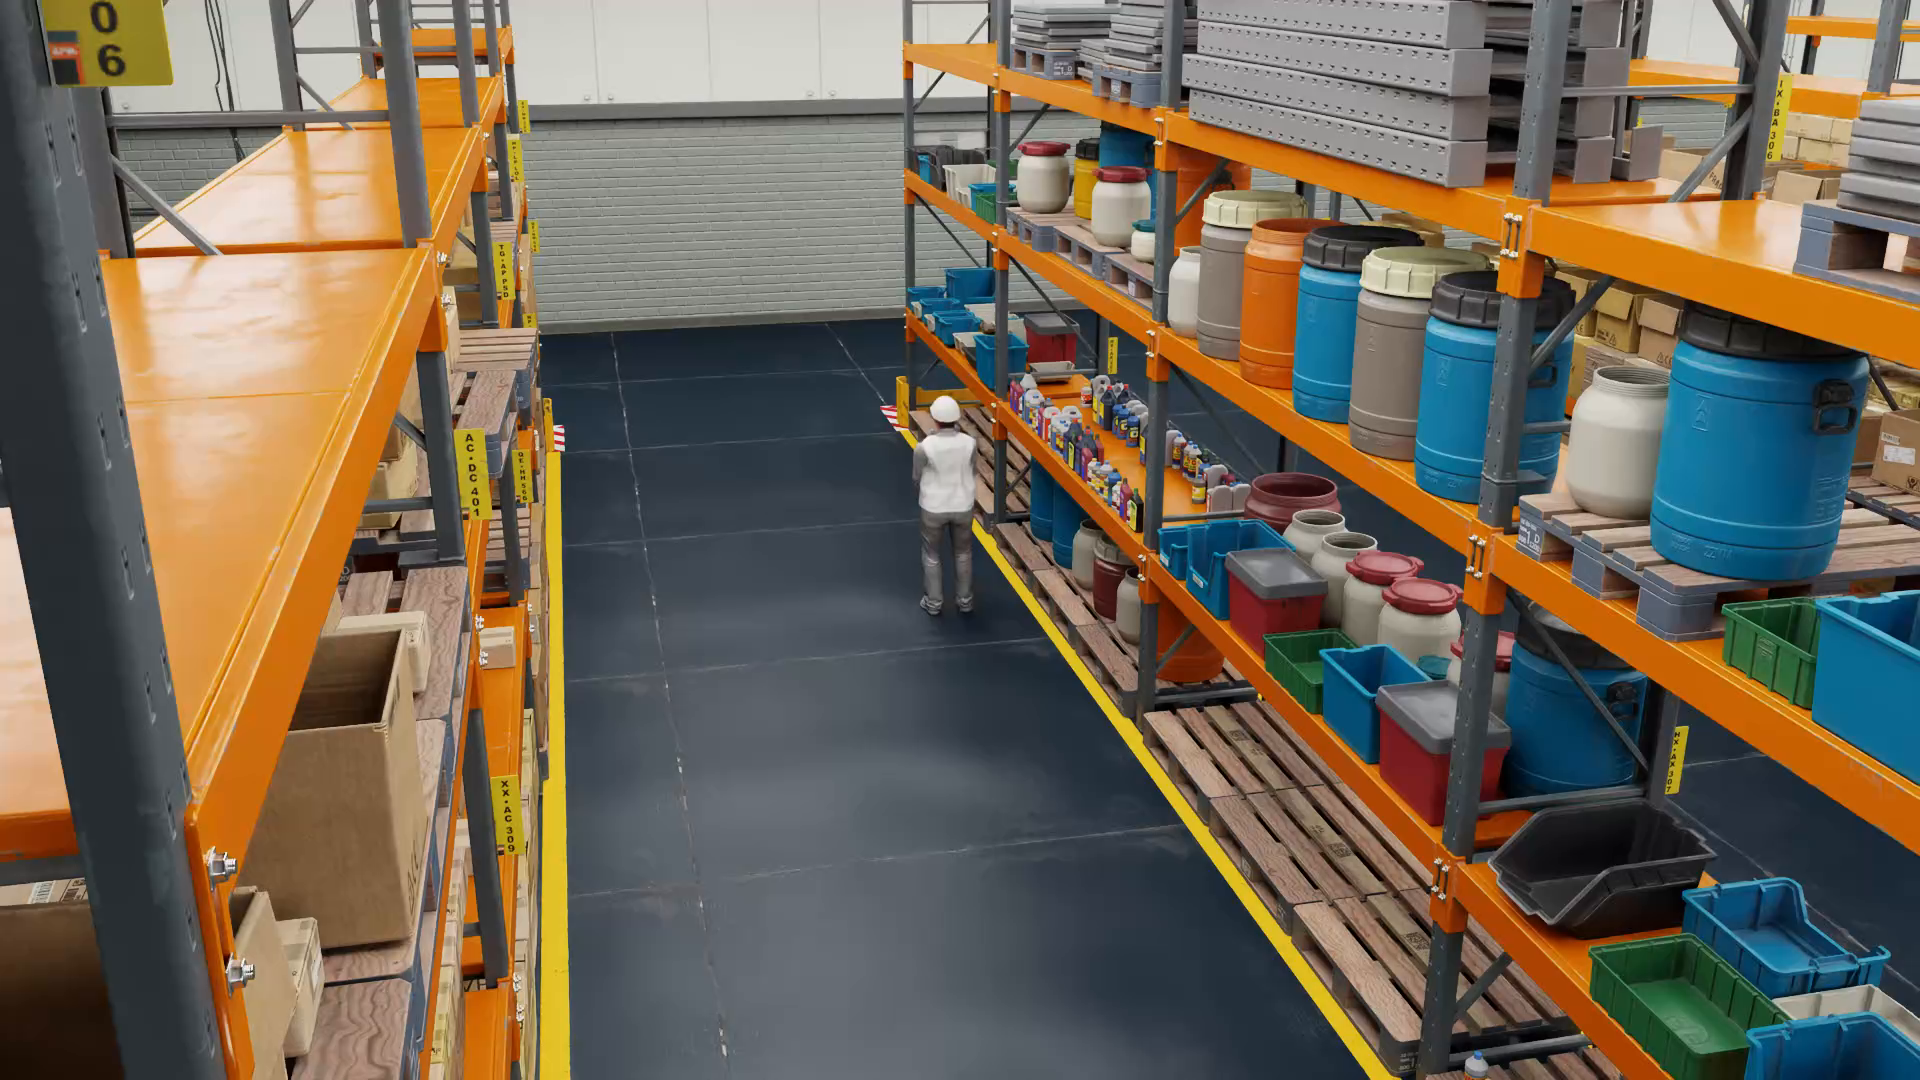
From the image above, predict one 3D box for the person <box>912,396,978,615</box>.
[{"bbox_3d":[-0.128,-0.298,13.179,0.528,1.778,0.529,-5,20,-13],"label":"person"}]
